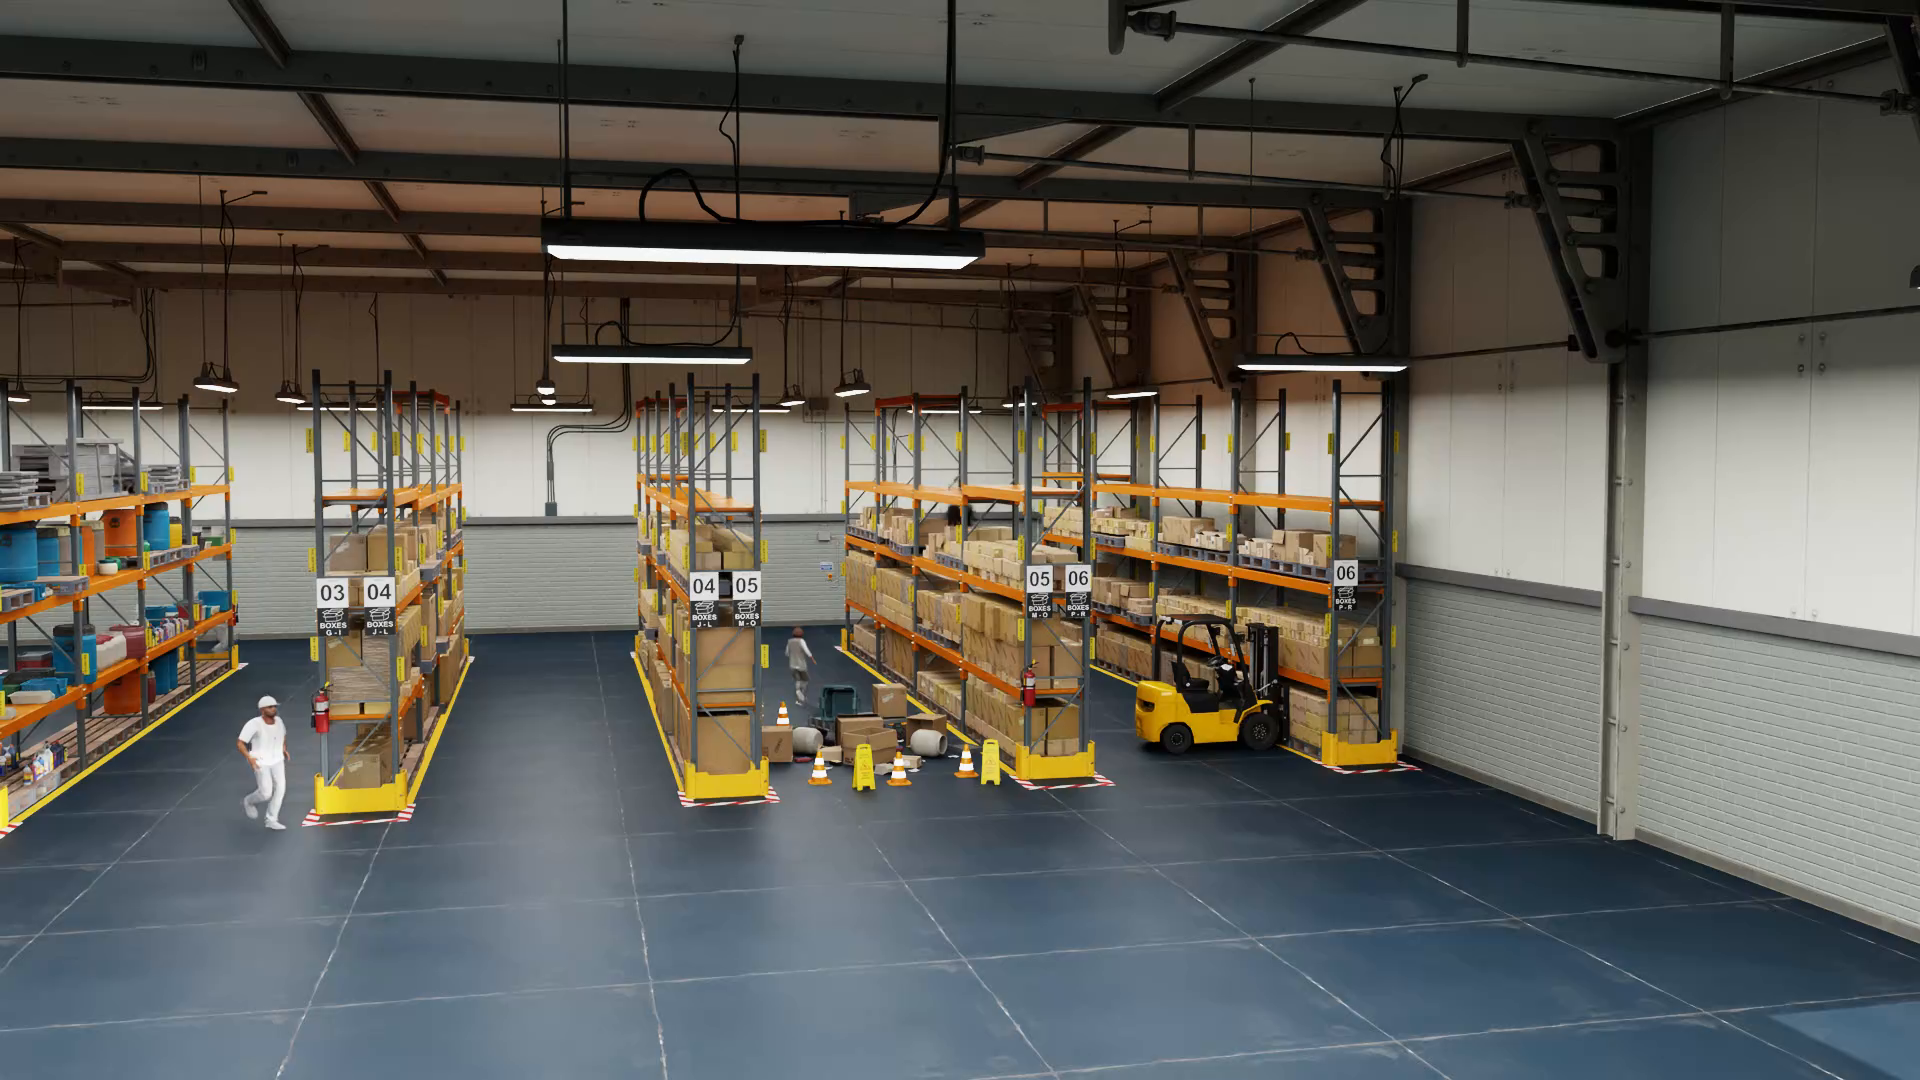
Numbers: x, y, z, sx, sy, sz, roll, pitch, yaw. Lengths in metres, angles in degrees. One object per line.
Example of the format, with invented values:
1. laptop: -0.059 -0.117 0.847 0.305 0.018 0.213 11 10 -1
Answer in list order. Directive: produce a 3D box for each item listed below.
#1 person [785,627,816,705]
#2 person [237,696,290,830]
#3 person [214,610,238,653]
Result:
1. person: -3.093 2.432 31.854 0.631 1.511 0.506 1 3 16
2. person: -9.085 2.892 21.700 0.732 1.729 0.724 2 4 34
3. person: -16.880 1.998 38.126 0.548 1.633 0.644 -1 3 -19
